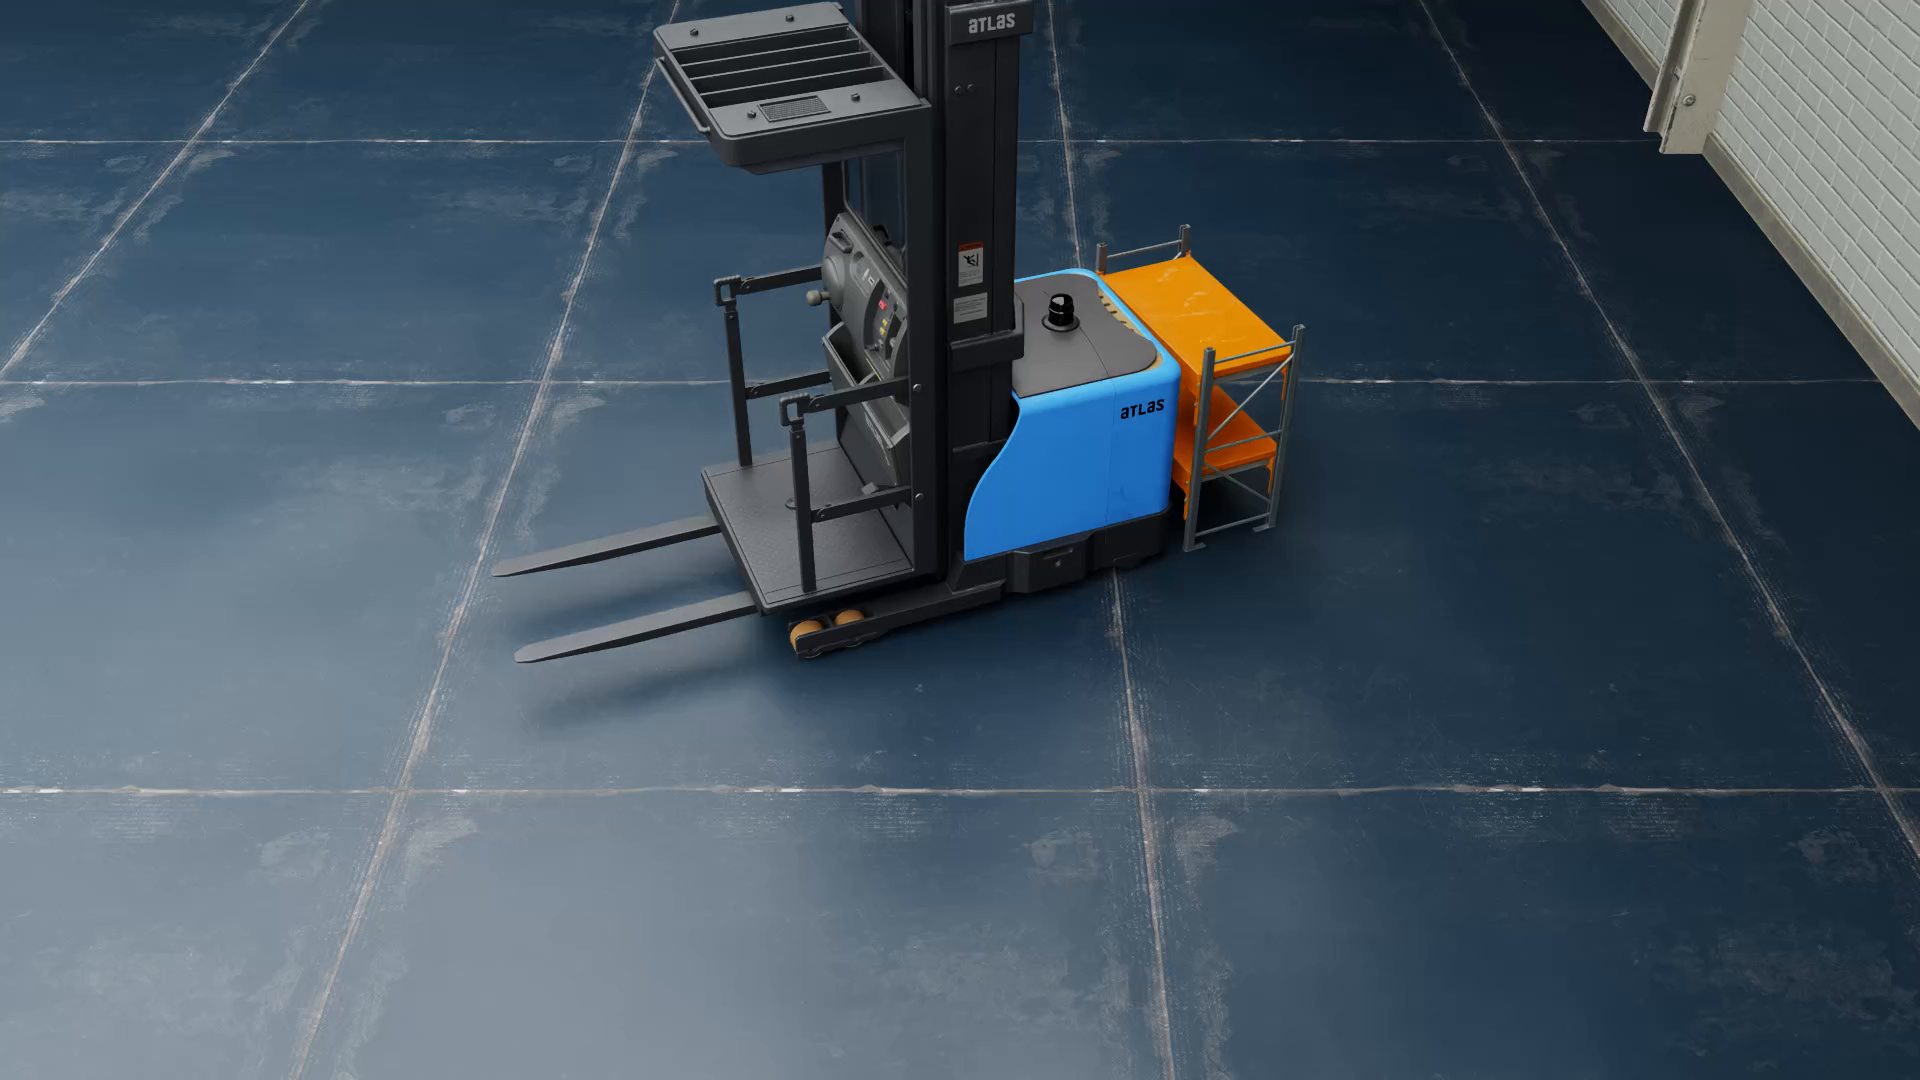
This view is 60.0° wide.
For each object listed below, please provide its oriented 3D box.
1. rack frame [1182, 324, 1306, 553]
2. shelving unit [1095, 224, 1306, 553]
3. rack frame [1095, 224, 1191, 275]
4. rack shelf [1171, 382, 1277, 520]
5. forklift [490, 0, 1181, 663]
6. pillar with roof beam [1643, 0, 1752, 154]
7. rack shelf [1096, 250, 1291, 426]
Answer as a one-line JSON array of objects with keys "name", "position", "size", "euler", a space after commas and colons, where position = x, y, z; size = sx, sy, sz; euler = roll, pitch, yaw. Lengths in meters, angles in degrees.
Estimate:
[{"name": "rack frame", "position": [1.298, -0.450, 7.657], "size": [0.500, 1.125, 0.032], "euler": [-15, 41, -18]}, {"name": "shelving unit", "position": [1.094, -0.741, 8.021], "size": [0.538, 1.125, 1.048], "euler": [-15, 41, -18]}, {"name": "rack frame", "position": [0.891, -1.032, 8.384], "size": [0.500, 1.125, 0.032], "euler": [-15, 41, -18]}, {"name": "rack shelf", "position": [1.094, -0.550, 8.173], "size": [0.538, 0.278, 1.000], "euler": [-15, 41, -18]}, {"name": "forklift", "position": [-0.586, -0.998, 6.898], "size": [3.031, 2.935, 1.130], "euler": [-14, 41, -17]}, {"name": "pillar with roof beam", "position": [0.600, -6.250, 8.599], "size": [9.100, 9.000, 0.400], "euler": [0, 39, 0]}, {"name": "rack shelf", "position": [1.094, -0.969, 7.837], "size": [0.538, 0.278, 1.000], "euler": [-15, 41, -18]}]
